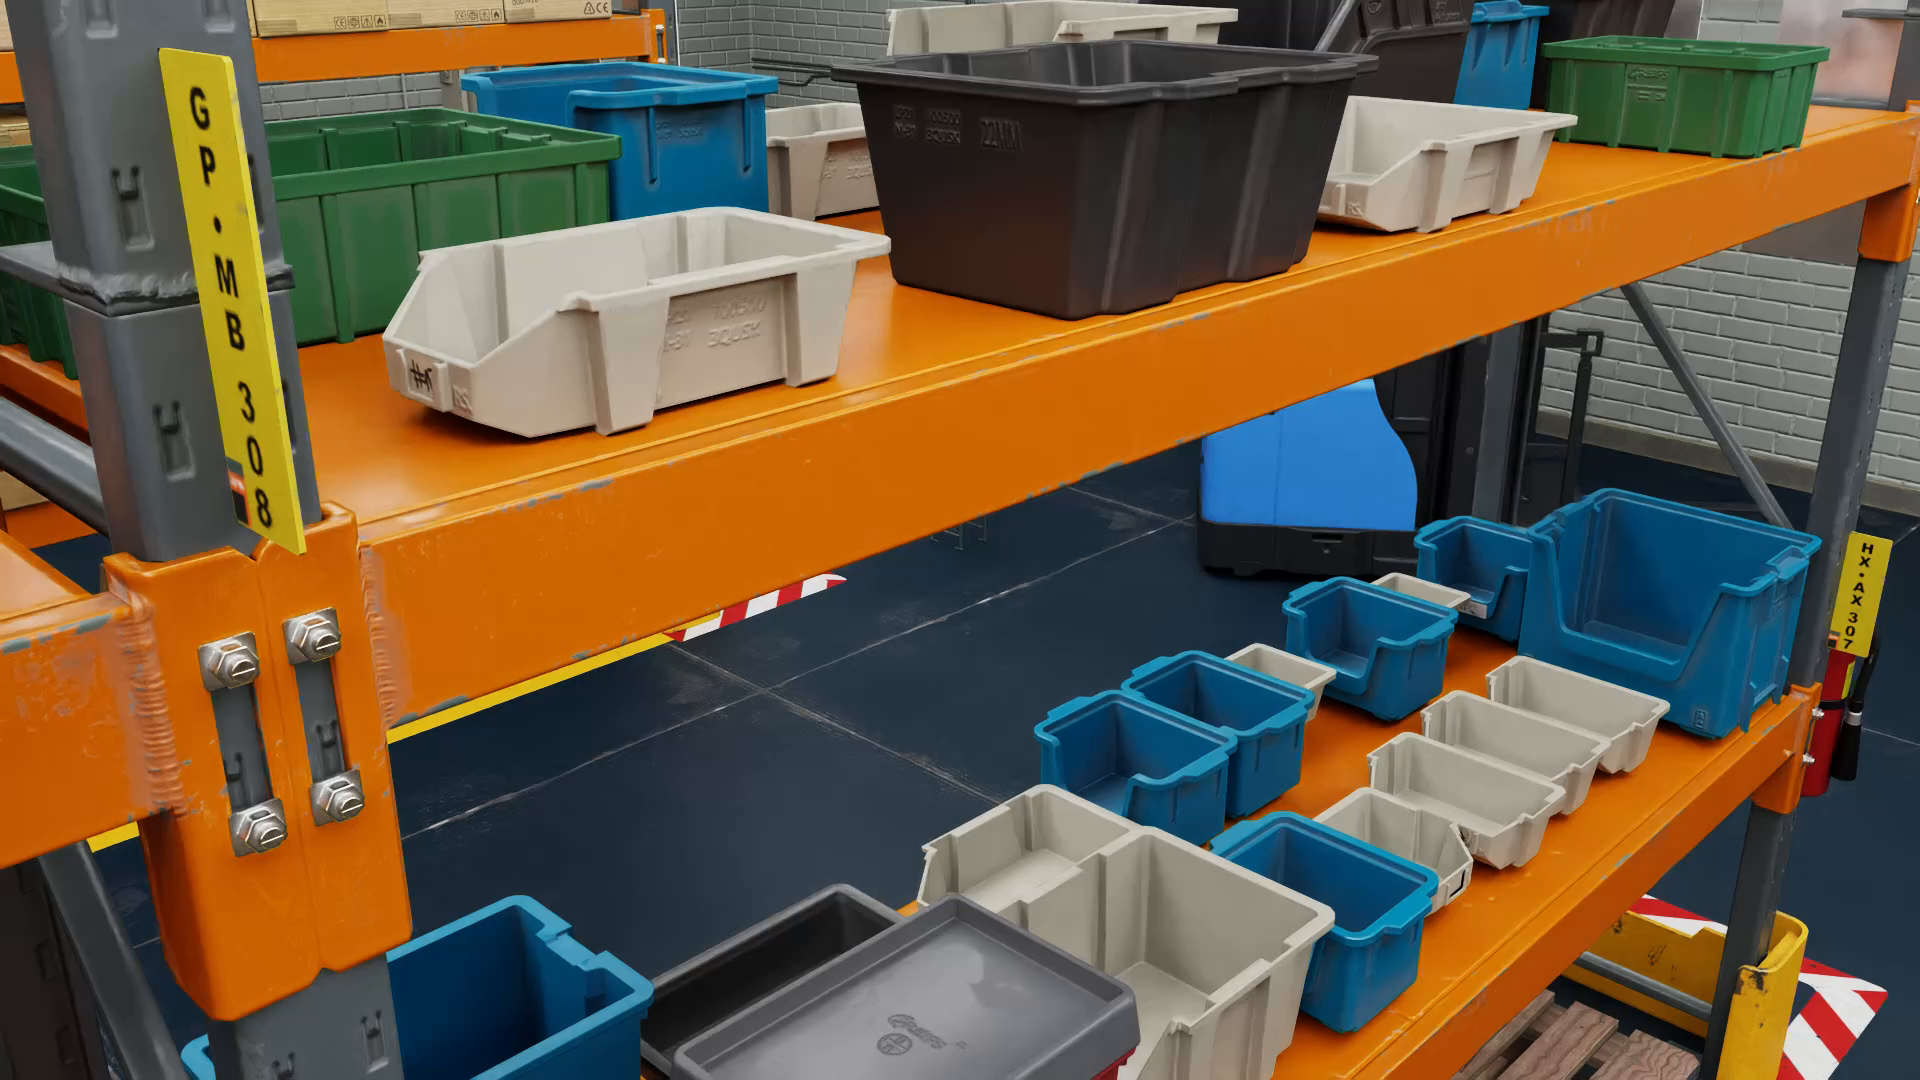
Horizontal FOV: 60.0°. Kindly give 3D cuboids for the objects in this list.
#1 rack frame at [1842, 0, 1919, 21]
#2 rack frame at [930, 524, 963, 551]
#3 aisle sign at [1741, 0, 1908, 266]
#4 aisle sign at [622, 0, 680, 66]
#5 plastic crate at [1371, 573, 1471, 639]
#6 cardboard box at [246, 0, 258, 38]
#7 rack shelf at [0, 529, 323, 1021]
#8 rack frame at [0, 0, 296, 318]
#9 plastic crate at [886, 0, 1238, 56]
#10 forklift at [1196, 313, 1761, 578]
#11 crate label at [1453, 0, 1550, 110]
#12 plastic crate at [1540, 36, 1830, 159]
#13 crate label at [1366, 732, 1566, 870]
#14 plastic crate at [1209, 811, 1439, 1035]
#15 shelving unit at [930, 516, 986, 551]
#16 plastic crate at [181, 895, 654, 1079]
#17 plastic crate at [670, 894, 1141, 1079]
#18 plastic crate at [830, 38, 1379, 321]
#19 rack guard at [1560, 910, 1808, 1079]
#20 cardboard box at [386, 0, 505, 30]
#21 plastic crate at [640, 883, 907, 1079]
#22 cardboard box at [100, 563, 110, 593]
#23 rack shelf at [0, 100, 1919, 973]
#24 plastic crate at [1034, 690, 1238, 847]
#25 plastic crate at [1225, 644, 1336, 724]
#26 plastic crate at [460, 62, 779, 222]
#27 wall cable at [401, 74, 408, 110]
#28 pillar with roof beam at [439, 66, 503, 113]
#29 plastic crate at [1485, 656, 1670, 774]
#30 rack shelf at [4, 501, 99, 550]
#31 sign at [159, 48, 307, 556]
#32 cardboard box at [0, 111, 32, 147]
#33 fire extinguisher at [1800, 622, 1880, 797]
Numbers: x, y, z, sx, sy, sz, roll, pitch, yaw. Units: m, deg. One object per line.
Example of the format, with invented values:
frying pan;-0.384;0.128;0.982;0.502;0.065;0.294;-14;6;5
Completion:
rack frame;1.918;-2.716;3.597;1.000;3.000;0.127;19;28;41
rack frame;-0.074;-0.533;8.788;0.240;1.200;0.006;19;28;41
aisle sign;2.178;-1.074;4.065;0.394;0.787;0.004;19;28;41
aisle sign;-1.361;-2.310;7.281;0.394;0.787;0.004;19;28;41
plastic crate;1.227;0.222;4.599;0.250;0.136;0.298;19;28;41
cardboard box;-2.854;-1.906;5.881;0.500;0.250;0.500;19;28;41
rack shelf;-2.268;0.563;0.252;1.077;0.370;4.000;19;28;41
rack frame;-0.873;-1.687;0.922;1.000;3.000;0.127;19;28;41
plastic crate;0.151;-0.768;2.875;0.437;0.282;0.530;19;28;41
forklift;2.786;-1.284;8.330;3.031;2.935;1.130;3;21;7
crate label;1.043;-1.090;3.756;0.408;0.251;0.502;19;28;41
plastic crate;1.434;-0.892;3.328;0.450;0.188;0.336;19;28;41
crate label;1.089;0.583;3.660;0.396;0.136;0.243;19;28;41
plastic crate;0.669;0.727;3.152;0.416;0.233;0.300;19;28;41
shelving unit;-0.010;-0.556;8.850;0.258;1.200;0.189;19;28;41
plastic crate;-0.791;0.887;2.525;0.392;0.384;0.575;19;28;41
plastic crate;-0.070;0.888;2.410;0.402;0.464;0.583;19;28;41
plastic crate;0.190;-0.477;2.136;0.497;0.269;0.590;19;28;41
rack guard;1.925;1.242;5.147;1.175;0.500;0.348;19;28;41
cardboard box;-2.155;-2.162;6.548;0.500;0.250;0.500;19;28;41
plastic crate;-0.284;0.858;2.961;0.437;0.125;0.590;19;28;41
cardboard box;-3.112;0.348;6.855;0.797;0.503;0.637;19;28;41
rack shelf;0.523;-0.466;2.927;1.077;0.370;4.000;19;28;41
plastic crate;0.382;0.531;3.661;0.416;0.233;0.300;19;28;41
plastic crate;0.753;0.397;4.145;0.250;0.136;0.298;19;28;41
plastic crate;-0.466;-0.523;2.307;0.416;0.233;0.300;19;28;41
wall cable;-4.965;-3.435;12.415;0.084;1.984;1.851;19;28;41
pillar with roof beam;-0.832;-5.028;9.614;9.100;9.000;0.400;19;28;41
plastic crate;1.479;0.435;4.047;0.396;0.136;0.243;19;28;41
rack shelf;-3.024;-0.306;6.693;1.077;0.370;4.000;19;28;41
sign;-0.480;-0.153;1.099;0.100;0.325;0.005;19;28;41
cardboard box;-6.028;-2.212;10.229;0.980;0.700;0.700;19;28;40
fire extinguisher;2.349;0.370;4.559;0.296;0.674;0.183;19;28;41
